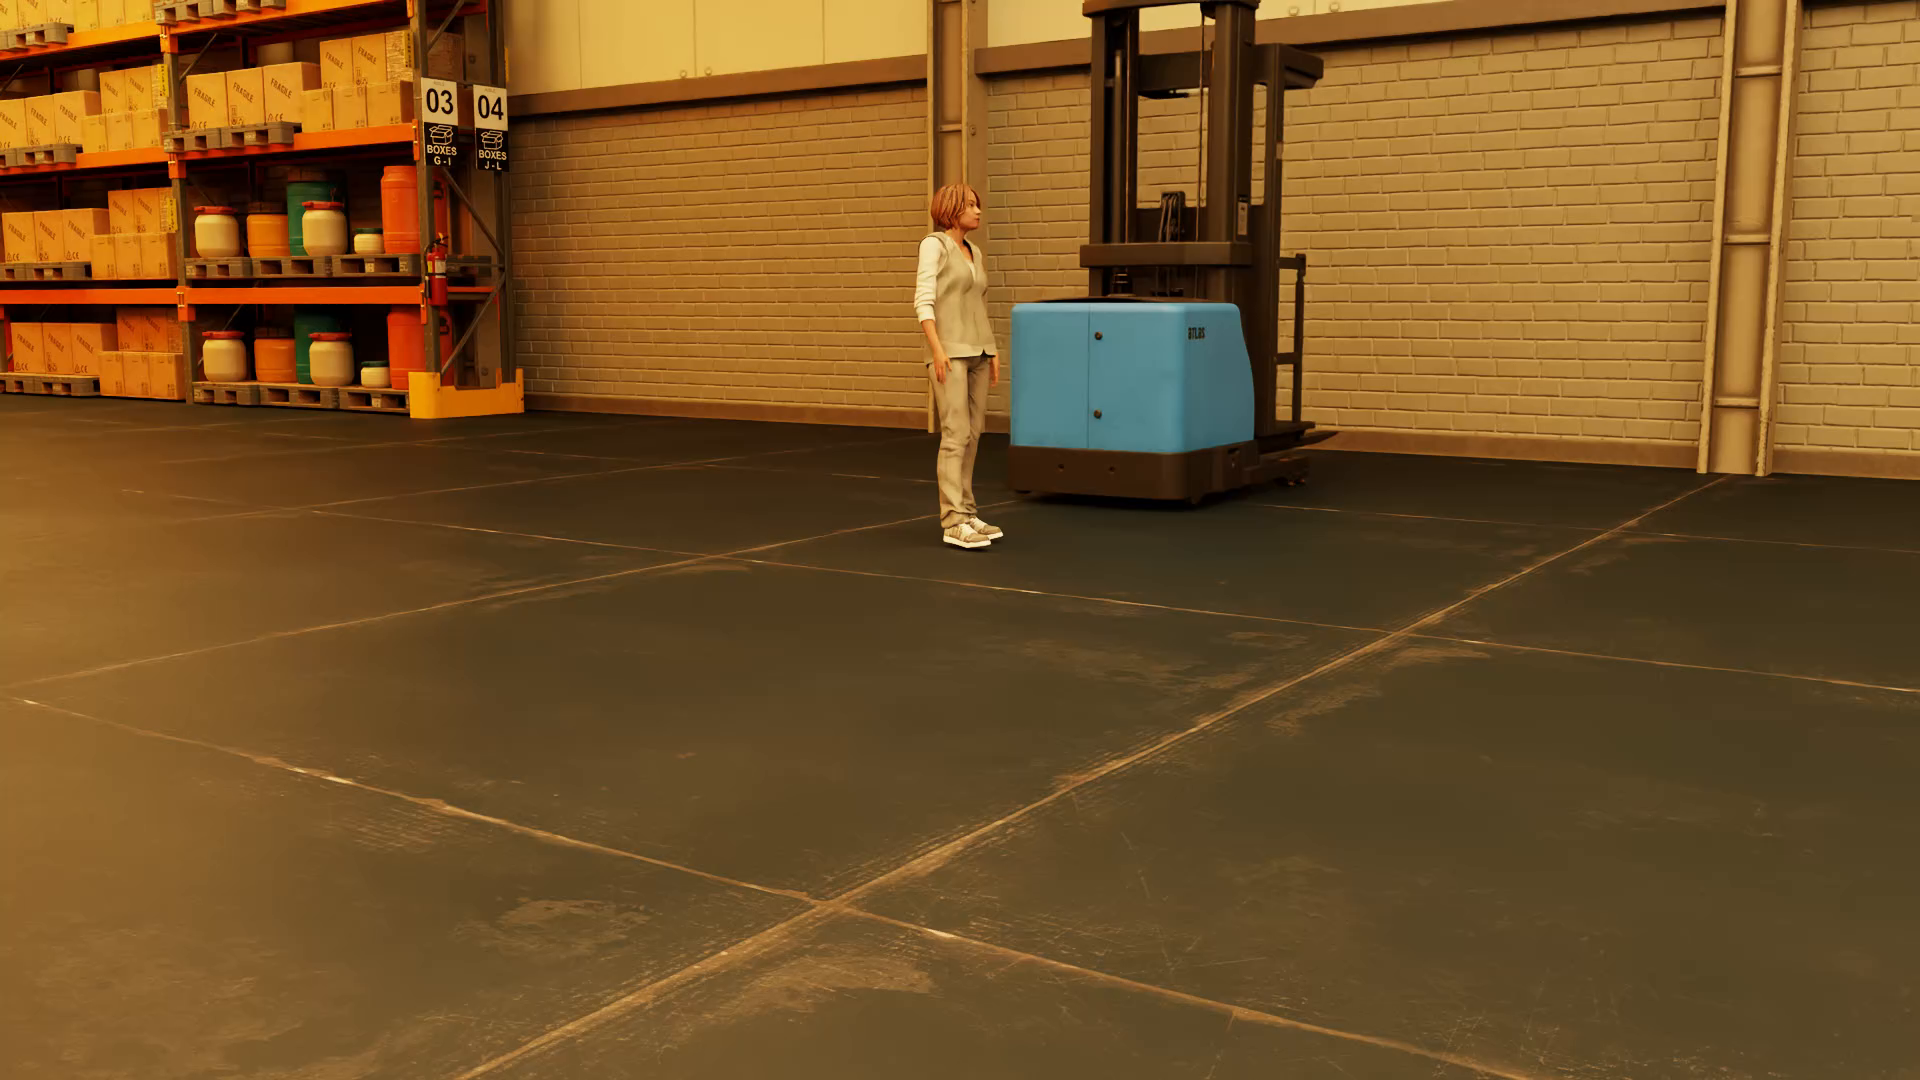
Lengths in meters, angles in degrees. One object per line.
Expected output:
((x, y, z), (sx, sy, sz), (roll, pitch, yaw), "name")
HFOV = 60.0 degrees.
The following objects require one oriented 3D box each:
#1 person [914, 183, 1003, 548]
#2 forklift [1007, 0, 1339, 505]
((0.053, -0.791, 7.437), (0.474, 1.598, 0.519), (5, 10, 34), "person")
((1.456, -1.799, 9.841), (1.130, 2.935, 3.031), (5, 9, 31), "forklift")
